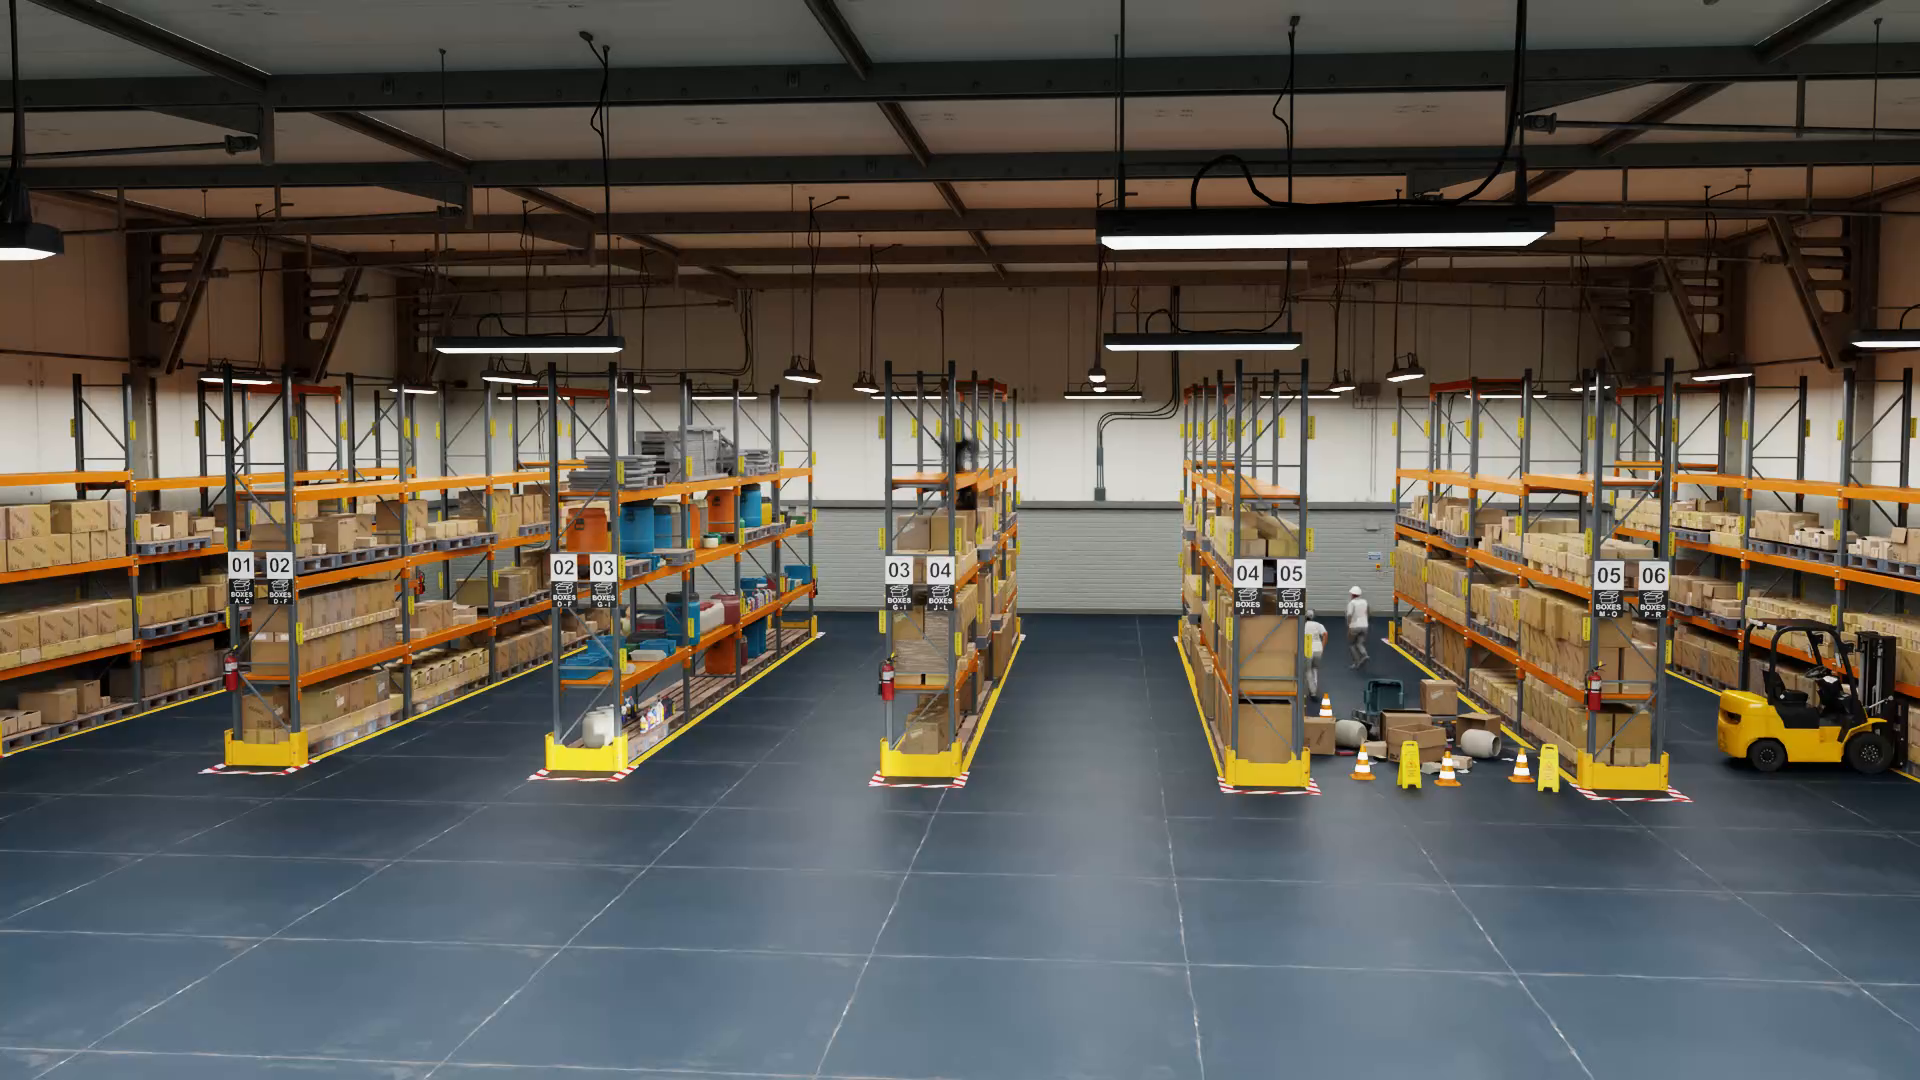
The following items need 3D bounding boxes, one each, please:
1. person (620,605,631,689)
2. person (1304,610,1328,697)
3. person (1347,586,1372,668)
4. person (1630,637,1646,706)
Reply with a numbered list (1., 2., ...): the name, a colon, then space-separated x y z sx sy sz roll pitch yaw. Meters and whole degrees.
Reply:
1. person: -6.444 2.070 32.498 0.595 1.625 0.616 -1 4 -8
2. person: 6.591 2.148 31.202 0.550 1.669 0.764 0 4 -7
3. person: 8.399 1.854 34.854 0.656 1.747 0.691 -1 4 -16
4. person: 11.355 2.319 28.212 0.605 1.754 0.848 0 4 -7
